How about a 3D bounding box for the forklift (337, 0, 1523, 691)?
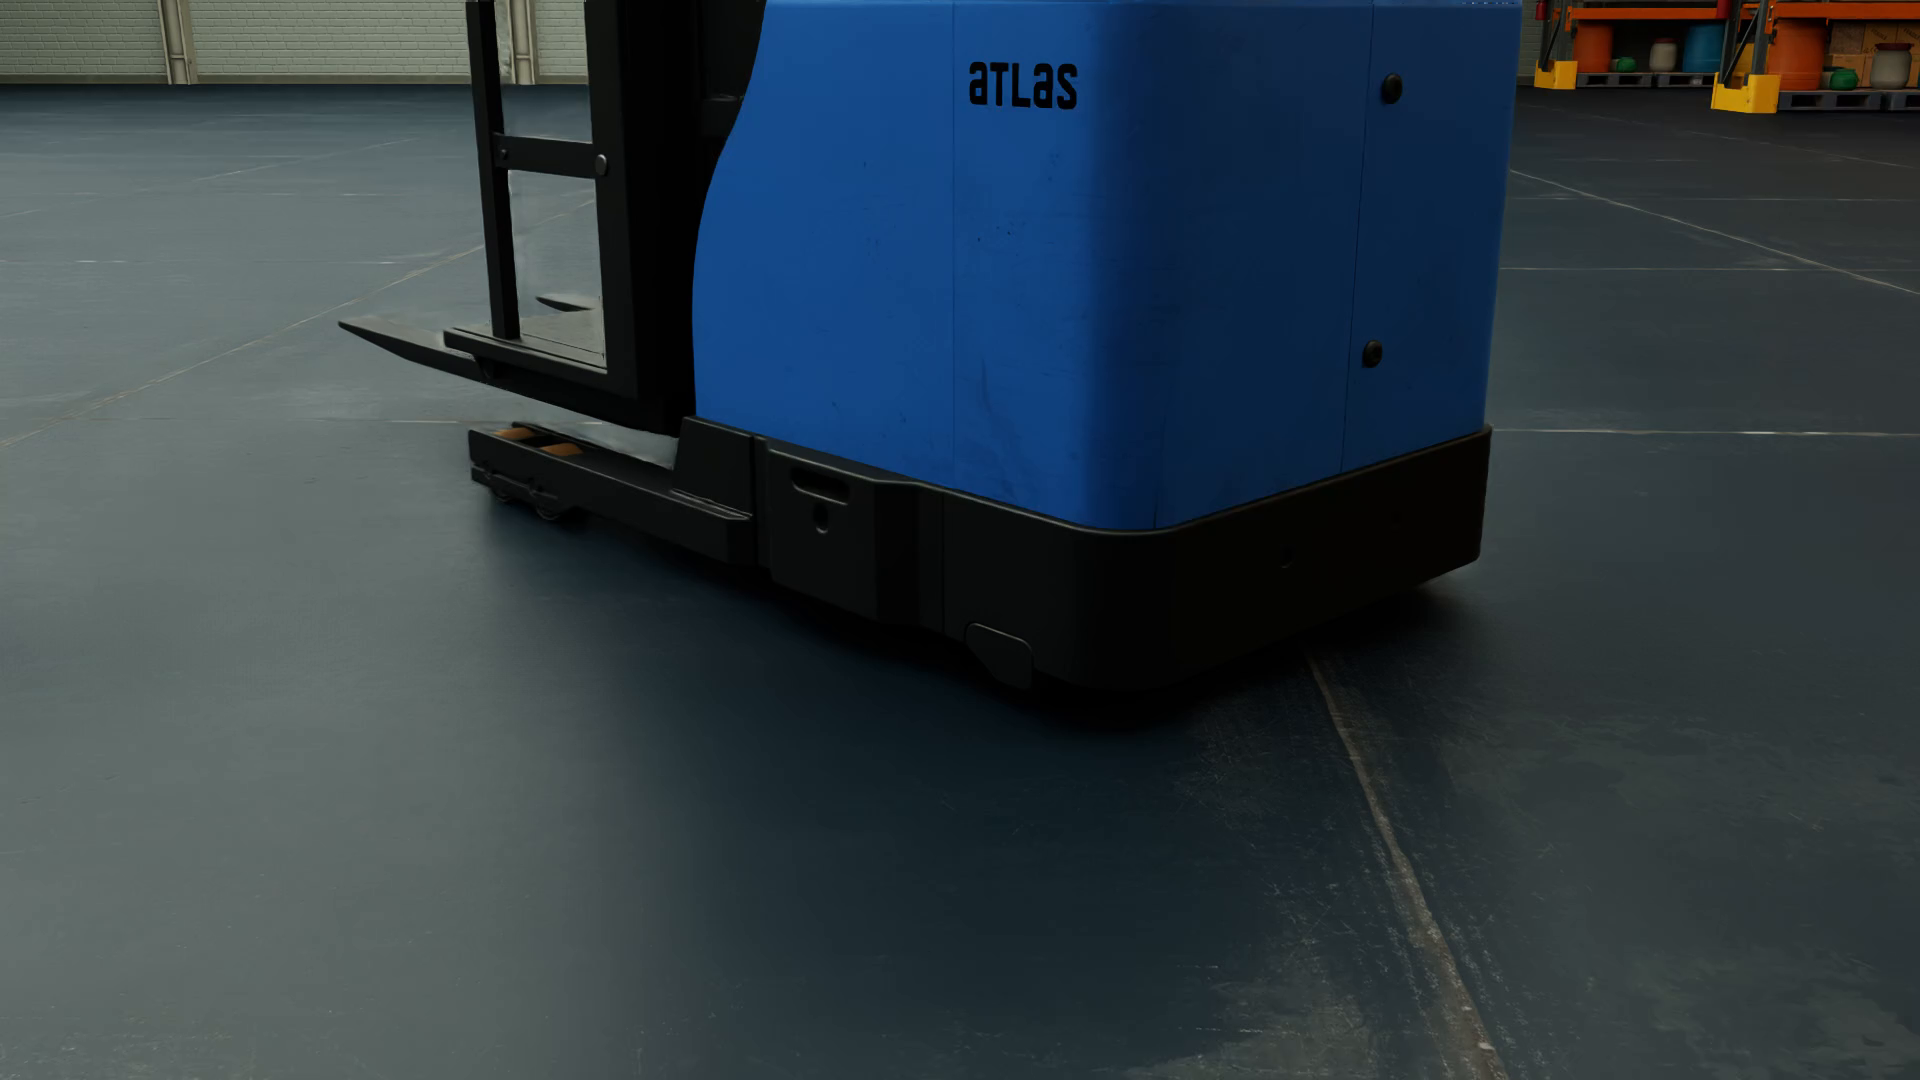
[{"bbox_3d":[-0.424,-1.530,3.357,1.130,2.935,3.031,-16,23,-41],"label":"forklift"}]
